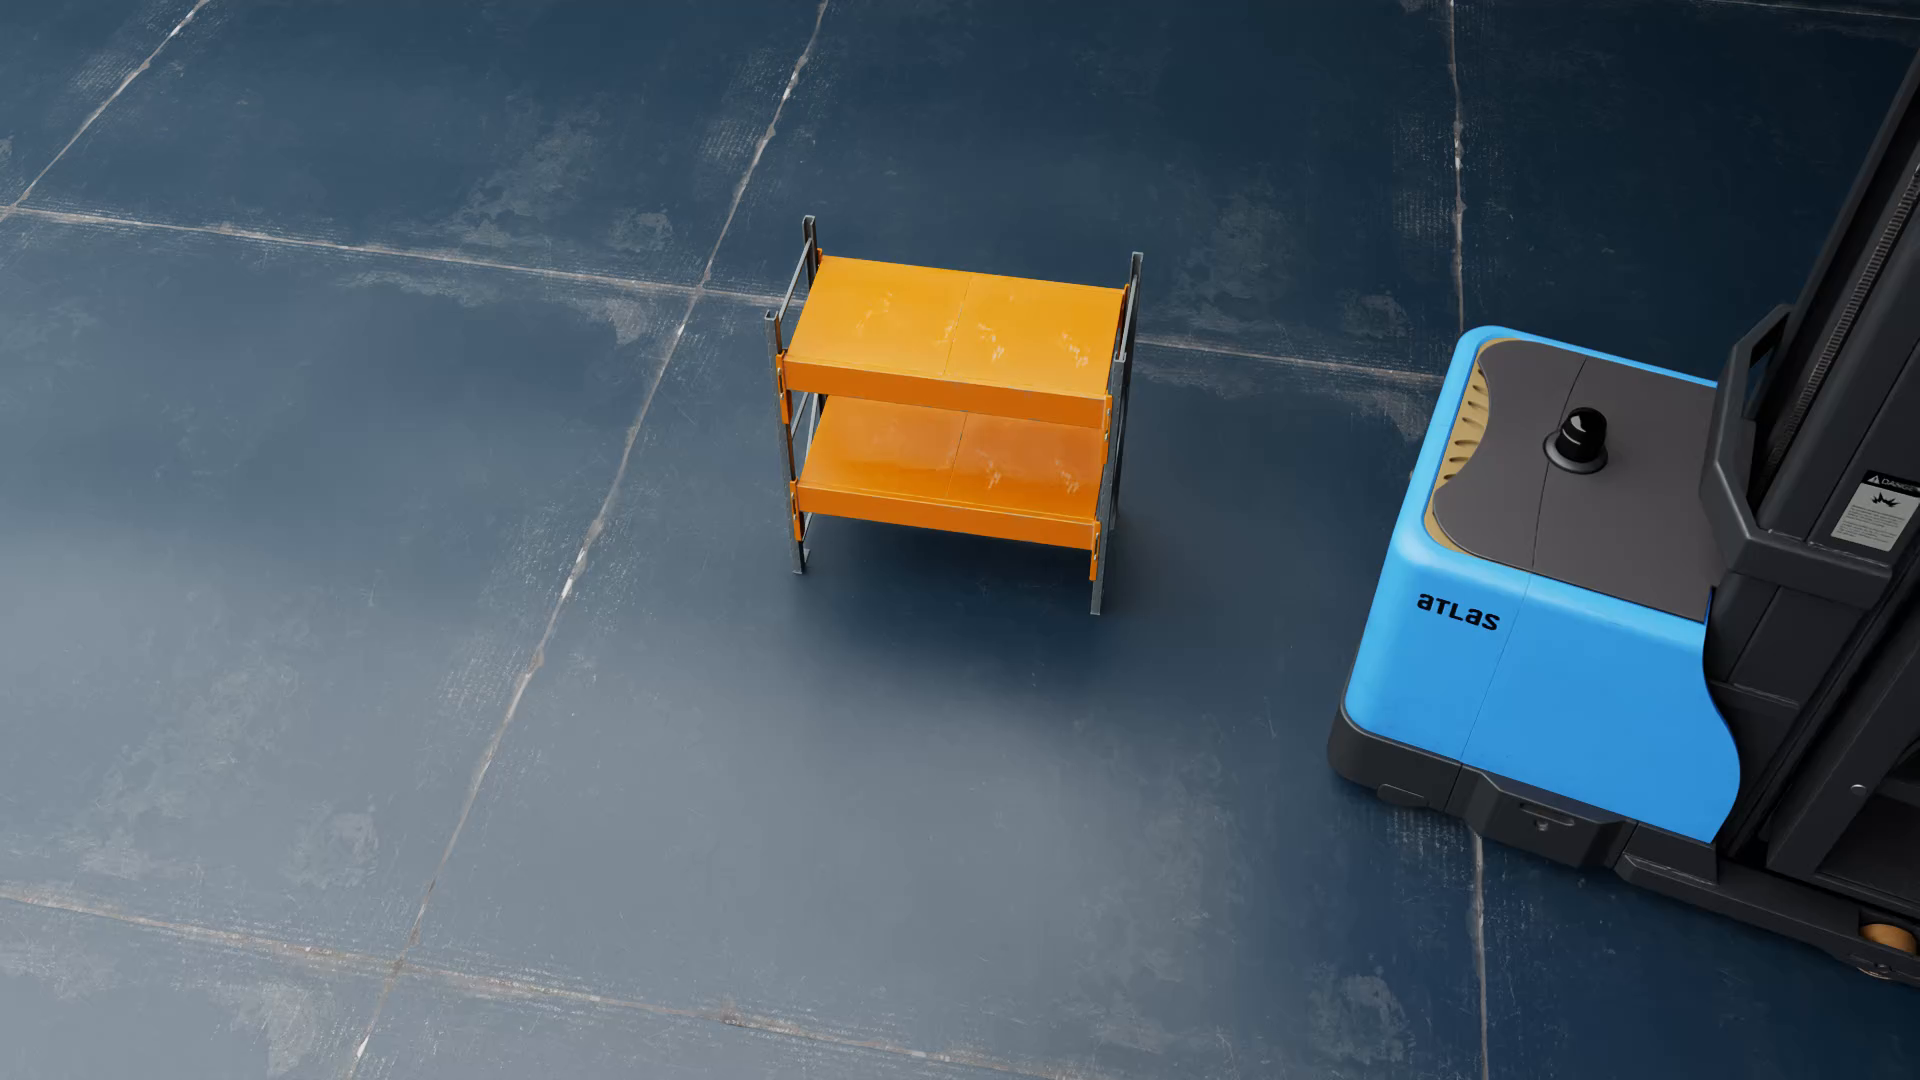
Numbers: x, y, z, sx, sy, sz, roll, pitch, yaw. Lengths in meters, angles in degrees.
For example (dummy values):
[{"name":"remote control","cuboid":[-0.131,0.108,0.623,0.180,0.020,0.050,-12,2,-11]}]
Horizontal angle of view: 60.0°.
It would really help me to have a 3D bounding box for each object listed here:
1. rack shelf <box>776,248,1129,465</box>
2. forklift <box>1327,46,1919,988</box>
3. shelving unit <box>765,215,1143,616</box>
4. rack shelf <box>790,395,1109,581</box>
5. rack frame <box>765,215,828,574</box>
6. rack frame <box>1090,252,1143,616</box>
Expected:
[{"name":"rack shelf","cuboid":[-0.007,-0.572,5.115,1.000,0.278,0.538,8,49,7]},{"name":"forklift","cuboid":[2.684,-0.152,3.916,3.031,2.935,1.130,18,50,15]},{"name":"shelving unit","cuboid":[-0.007,-0.377,5.332,1.048,1.125,0.538,8,49,7]},{"name":"rack shelf","cuboid":[-0.007,-0.213,5.514,1.000,0.278,0.538,8,49,7]},{"name":"rack frame","cuboid":[-0.507,-0.444,5.393,0.032,1.125,0.500,8,49,7]},{"name":"rack frame","cuboid":[0.494,-0.310,5.272,0.032,1.125,0.500,8,49,7]}]
